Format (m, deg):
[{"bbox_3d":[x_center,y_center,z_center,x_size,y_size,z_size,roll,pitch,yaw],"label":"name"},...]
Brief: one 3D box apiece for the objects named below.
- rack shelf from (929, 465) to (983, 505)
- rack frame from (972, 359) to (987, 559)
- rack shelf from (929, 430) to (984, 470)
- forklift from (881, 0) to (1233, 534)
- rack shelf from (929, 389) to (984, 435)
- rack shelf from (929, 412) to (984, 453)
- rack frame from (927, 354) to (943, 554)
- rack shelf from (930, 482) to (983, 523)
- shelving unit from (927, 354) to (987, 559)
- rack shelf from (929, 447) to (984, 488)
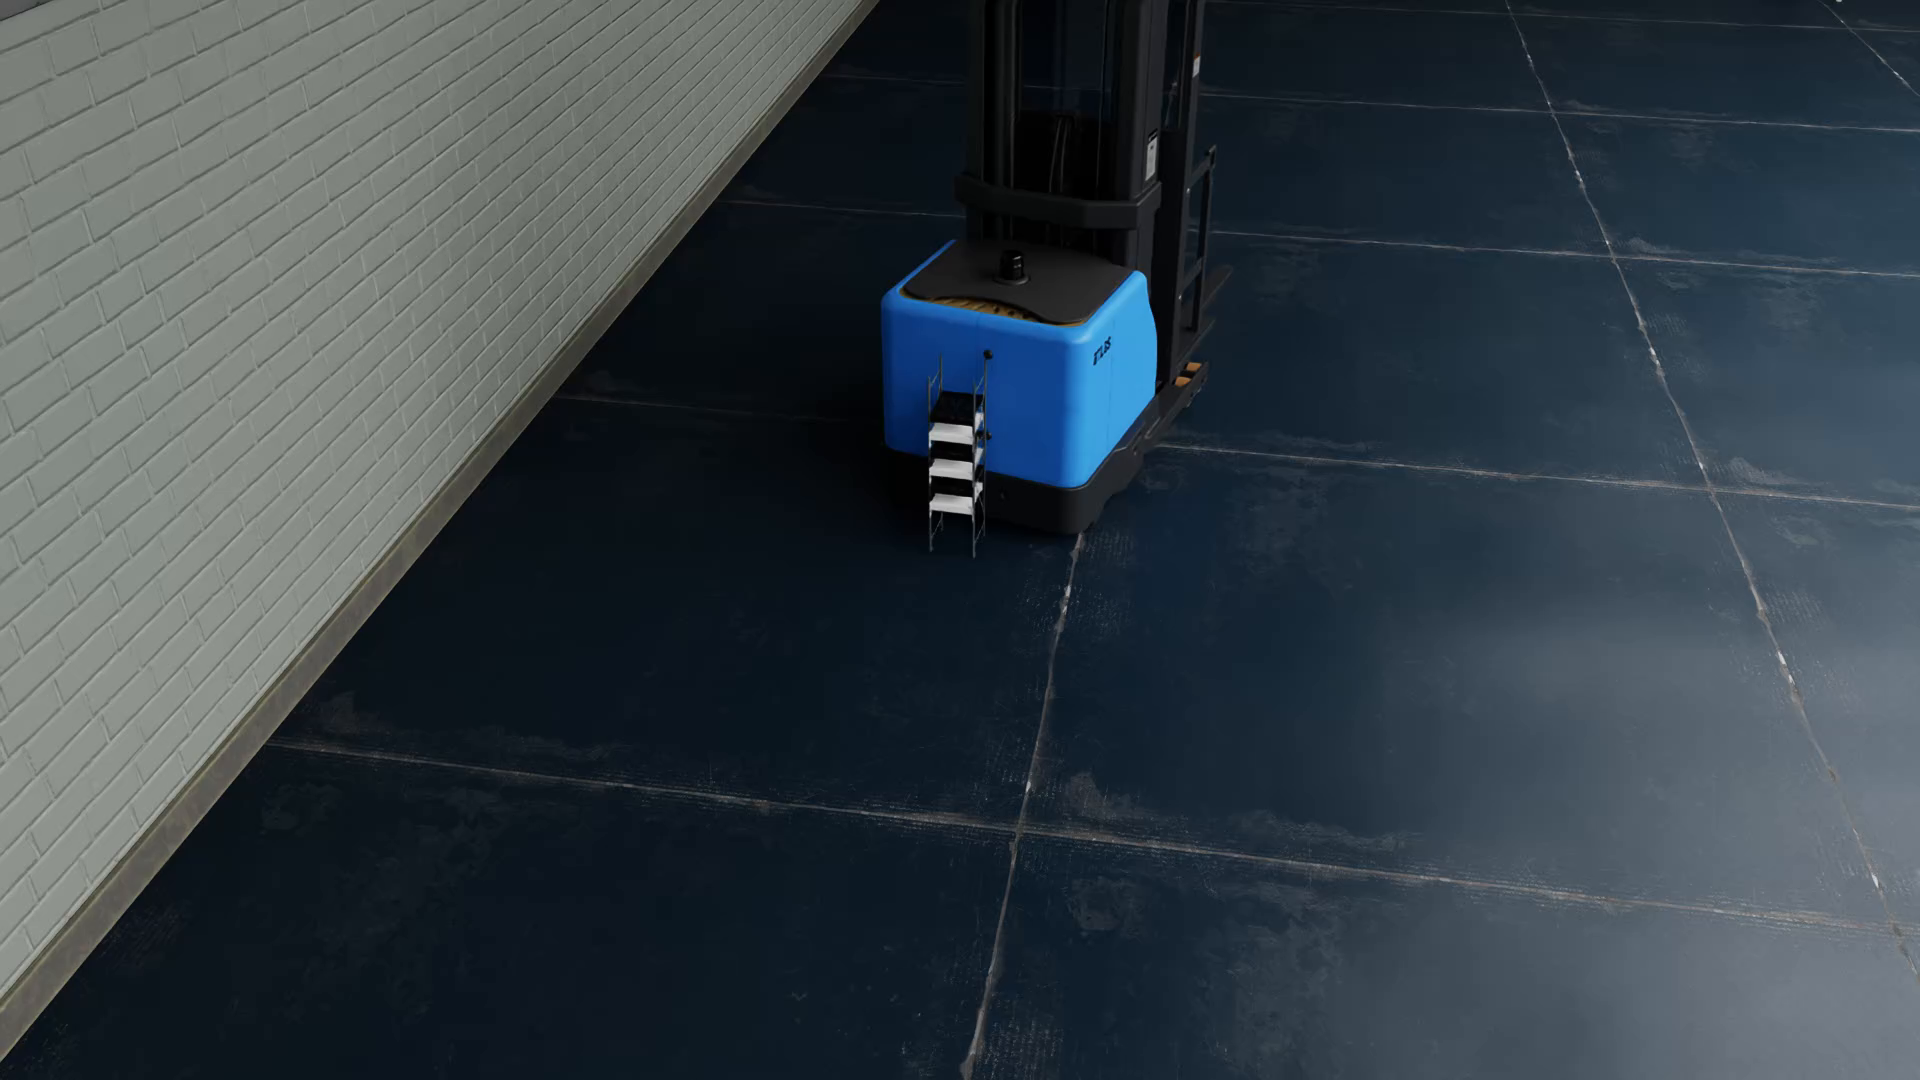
[{"bbox_3d":[-0.012,-0.263,7.555,0.200,0.077,0.258,7,33,11],"label":"rack shelf"},{"bbox_3d":[0.087,-0.356,7.470,0.006,0.900,0.240,7,33,11],"label":"rack frame"},{"bbox_3d":[-0.012,-0.416,7.460,0.200,0.077,0.258,7,33,11],"label":"rack shelf"},{"bbox_3d":[0.697,-2.034,8.237,1.130,2.935,3.031,14,35,21],"label":"forklift"},{"bbox_3d":[-0.012,-0.569,7.364,0.200,0.077,0.258,7,33,11],"label":"rack shelf"},{"bbox_3d":[-0.012,-0.492,7.412,0.200,0.077,0.258,7,33,11],"label":"rack shelf"},{"bbox_3d":[-0.110,-0.380,7.510,0.006,0.900,0.240,7,33,11],"label":"rack frame"},{"bbox_3d":[-0.012,-0.187,7.603,0.200,0.077,0.258,7,33,11],"label":"rack shelf"},{"bbox_3d":[-0.012,-0.368,7.490,0.210,0.900,0.258,7,33,11],"label":"shelving unit"},{"bbox_3d":[-0.012,-0.340,7.508,0.200,0.077,0.258,7,33,11],"label":"rack shelf"}]
